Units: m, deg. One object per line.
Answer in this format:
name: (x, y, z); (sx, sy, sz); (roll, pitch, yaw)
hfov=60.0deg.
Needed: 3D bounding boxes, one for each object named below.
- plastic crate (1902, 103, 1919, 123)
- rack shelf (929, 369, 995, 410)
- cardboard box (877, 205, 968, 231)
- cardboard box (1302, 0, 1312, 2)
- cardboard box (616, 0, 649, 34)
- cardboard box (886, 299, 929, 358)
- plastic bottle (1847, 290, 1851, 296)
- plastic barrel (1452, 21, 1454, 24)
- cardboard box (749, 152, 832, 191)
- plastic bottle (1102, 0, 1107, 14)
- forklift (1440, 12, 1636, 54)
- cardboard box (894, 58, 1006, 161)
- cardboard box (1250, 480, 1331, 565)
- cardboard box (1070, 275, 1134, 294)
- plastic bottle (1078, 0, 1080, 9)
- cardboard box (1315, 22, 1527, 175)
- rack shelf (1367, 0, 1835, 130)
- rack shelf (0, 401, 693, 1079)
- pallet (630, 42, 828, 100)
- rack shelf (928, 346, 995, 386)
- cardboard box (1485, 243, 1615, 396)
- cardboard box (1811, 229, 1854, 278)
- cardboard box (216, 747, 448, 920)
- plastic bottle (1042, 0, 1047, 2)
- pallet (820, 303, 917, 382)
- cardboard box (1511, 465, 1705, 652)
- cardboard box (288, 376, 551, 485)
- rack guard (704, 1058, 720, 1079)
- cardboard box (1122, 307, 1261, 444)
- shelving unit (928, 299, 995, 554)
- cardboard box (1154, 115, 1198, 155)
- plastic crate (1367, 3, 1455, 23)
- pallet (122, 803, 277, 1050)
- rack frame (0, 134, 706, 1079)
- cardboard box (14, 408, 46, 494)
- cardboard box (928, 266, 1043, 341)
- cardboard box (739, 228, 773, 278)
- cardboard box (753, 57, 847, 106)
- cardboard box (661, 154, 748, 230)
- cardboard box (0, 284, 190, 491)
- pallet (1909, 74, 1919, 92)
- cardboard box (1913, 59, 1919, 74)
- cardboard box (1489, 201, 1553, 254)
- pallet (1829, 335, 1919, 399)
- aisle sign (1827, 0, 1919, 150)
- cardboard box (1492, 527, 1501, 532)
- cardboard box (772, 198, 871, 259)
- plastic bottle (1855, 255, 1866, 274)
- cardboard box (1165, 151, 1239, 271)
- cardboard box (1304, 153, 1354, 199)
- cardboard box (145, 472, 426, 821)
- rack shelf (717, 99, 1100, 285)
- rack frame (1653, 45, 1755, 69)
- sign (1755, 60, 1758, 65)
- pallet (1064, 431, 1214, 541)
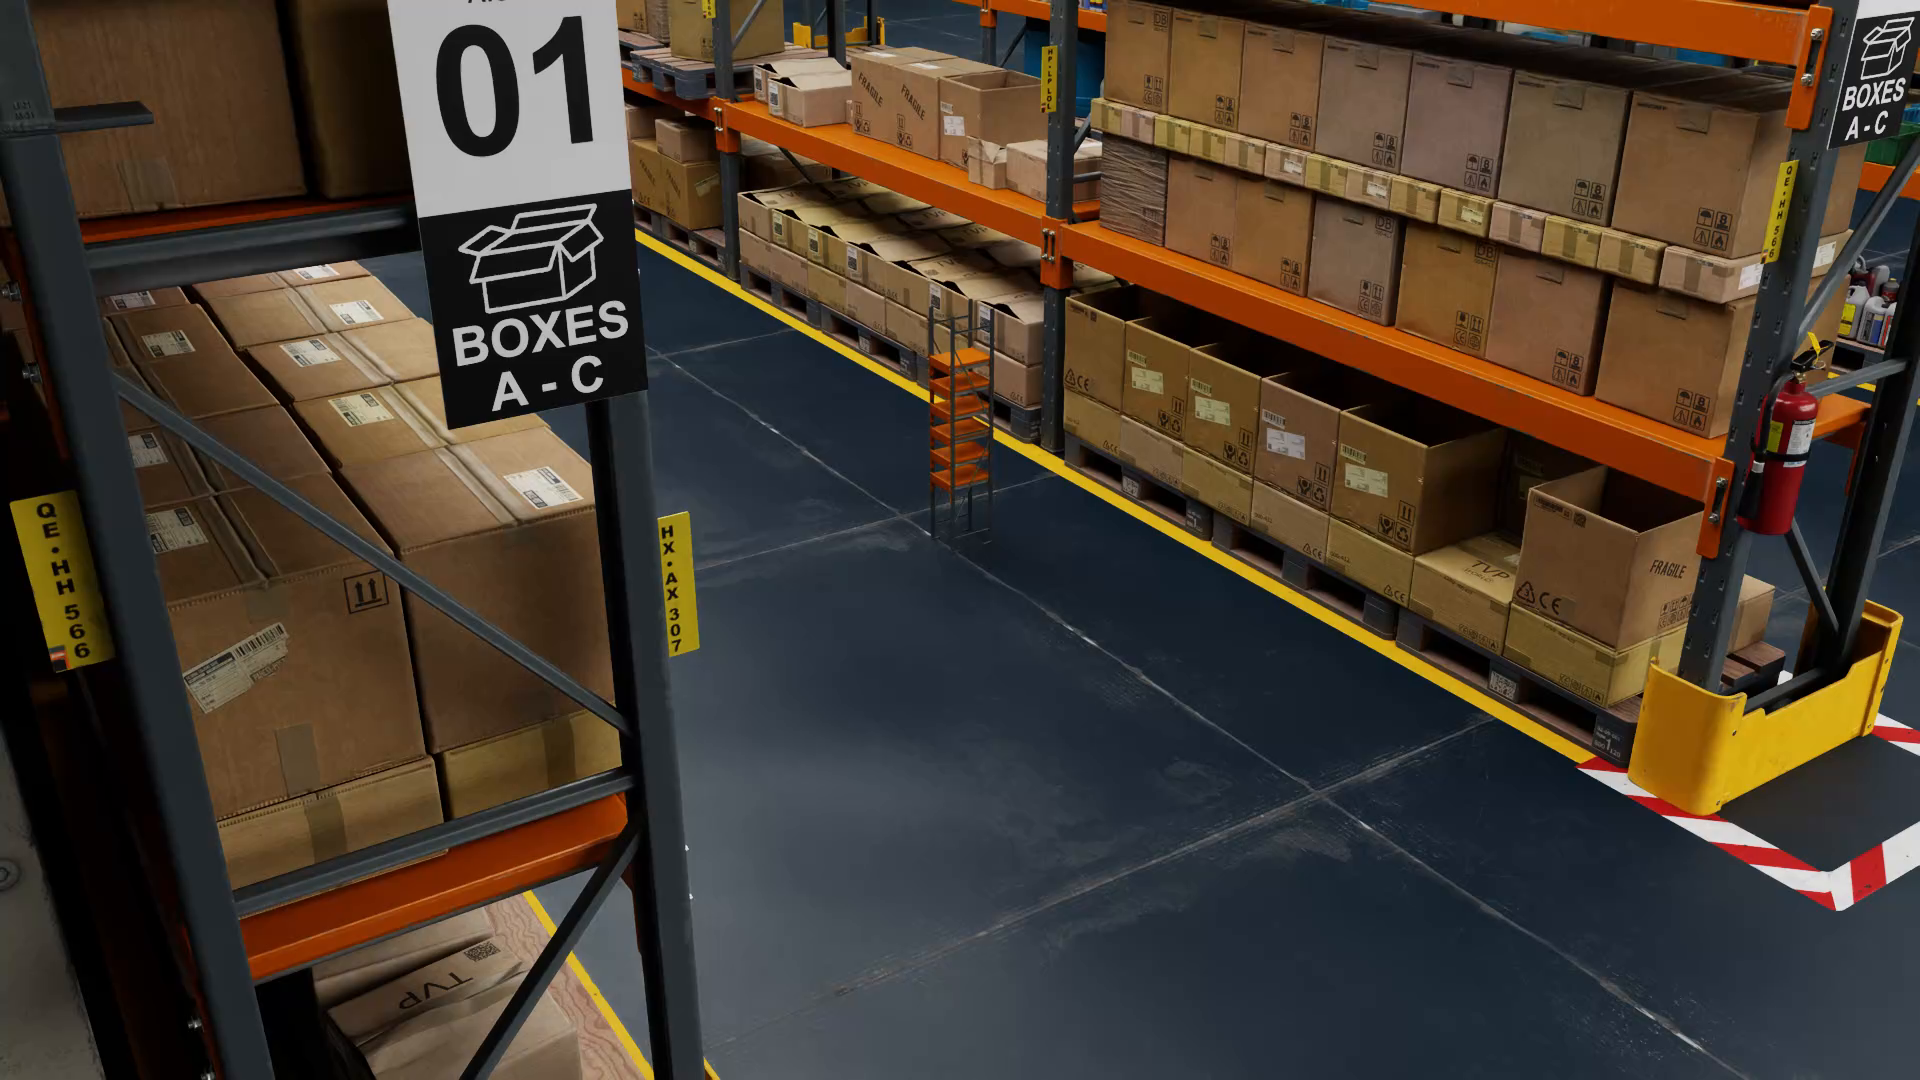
plastic crate: (5.887, -2.723, 10.678); (0.499, 0.251, 0.616); (-16, 29, -30)
rack shelf: (0.008, -0.714, 7.899); (0.258, 0.103, 0.180); (-16, 29, -30)
cardboard box: (-0.226, -2.105, 11.267); (0.500, 0.311, 0.500); (-16, 30, -30)
cardboard box: (4.544, -6.622, 20.761); (0.875, 0.875, 0.875); (-16, 29, -30)
cardboard box: (-2.448, -4.449, 13.551); (0.500, 0.500, 0.700); (21, 33, 37)
cardboard box: (-0.121, -1.361, 10.348); (0.500, 0.250, 0.500); (-15, 29, -28)
plastic bottle: (5.593, -1.528, 10.649); (0.152, 0.276, 0.135); (-16, 29, -30)
plastic barrel: (3.842, -4.135, 13.365); (0.421, 0.512, 0.421); (0, 25, 0)
cardboard box: (-1.290, -2.698, 12.865); (0.500, 0.500, 0.500); (-14, 29, -27)
plastic bottle: (1.444, -5.166, 15.736); (0.144, 0.351, 0.185); (-16, 29, -30)
forklift: (3.376, -2.474, 10.058); (1.130, 2.935, 3.031); (6, 26, 12)
cardboard box: (-0.064, -2.661, 10.256); (0.500, 0.500, 0.500); (-15, 29, -29)
cardboard box: (1.717, -0.142, 7.766); (0.500, 0.250, 0.500); (-16, 29, -30)
cardboard box: (0.886, -1.376, 9.722); (0.500, 0.311, 0.500); (-15, 29, -29)
plastic bottle: (1.167, -5.261, 16.113); (0.097, 0.201, 0.097); (0, 25, 0)
cardboard box: (1.972, -1.906, 7.136); (0.700, 0.500, 0.500); (-16, 29, -30)
rack shelf: (1.995, -2.285, 6.906); (1.077, 0.370, 4.000); (-16, 29, -30)
rack shelf: (-2.154, 0.227, 5.098); (1.077, 0.370, 4.000); (-16, 29, -30)
pallet: (-1.710, -3.540, 12.459); (1.213, 0.211, 1.003); (-16, 29, -30)
rack shelf: (0.008, -0.823, 7.848); (0.258, 0.103, 0.180); (-16, 29, -30)
cardboard box: (2.552, -0.941, 6.612); (0.700, 0.500, 0.500); (-15, 29, -28)
cardboard box: (3.053, -1.068, 6.122); (0.380, 0.149, 0.250); (-16, 30, -30)
cardboard box: (-1.480, 0.554, 3.716); (0.500, 0.250, 0.500); (-15, 29, -29)
plastic bottle: (0.861, -5.493, 16.522); (0.097, 0.271, 0.097); (0, 25, 0)
pallet: (-0.202, -1.400, 10.968); (1.003, 0.211, 1.213); (-16, 29, -30)
cardboard box: (2.544, 0.053, 6.474); (0.500, 0.500, 0.500); (-16, 29, -30)
cardboard box: (-1.332, -0.083, 4.187); (0.500, 0.500, 0.500); (-15, 29, -29)
rack guard: (-1.103, 1.720, 4.021); (1.175, 0.500, 0.348); (-16, 29, -30)
cardboard box: (1.173, -0.839, 8.365); (0.500, 0.500, 0.500); (-16, 29, -30)
shelving unit: (0.008, -0.537, 7.983); (0.258, 1.200, 0.189); (-16, 29, -30)
cardboard box: (1.167, -1.985, 8.065); (0.380, 0.149, 0.250); (-16, 30, -31)
plastic crate: (3.497, -3.933, 12.992); (0.402, 0.464, 0.583); (-16, 29, -30)
pallet: (-2.179, 1.116, 5.639); (1.003, 0.211, 1.213); (-16, 29, -30)
rack frame: (-1.062, 0.617, 3.430); (1.000, 3.000, 0.127); (-16, 29, -30)
cardboard box: (-2.879, -0.359, 5.648); (0.500, 0.250, 0.500); (-17, 30, -31)
cardboard box: (0.152, -1.432, 9.842); (0.500, 0.311, 0.500); (-15, 29, -28)
cardboard box: (-1.241, -2.091, 11.895); (0.500, 0.250, 0.500); (-16, 29, -30)
cardboard box: (-1.119, -3.220, 11.661); (0.500, 0.311, 0.500); (-14, 28, -26)
cardboard box: (-1.988, -2.749, 12.972); (0.500, 0.500, 0.500); (-14, 29, -28)
cardboard box: (-2.617, -0.512, 5.095); (0.500, 0.500, 0.500); (-15, 29, -28)
pallet: (11.599, -5.267, 19.159); (1.003, 0.211, 1.213); (-16, 29, -30)
cardboard box: (11.489, -5.761, 19.083); (1.050, 0.750, 0.750); (-16, 30, -30)
cardboard box: (2.299, -1.245, 6.496); (0.380, 0.149, 0.250); (-15, 29, -29)
pallet: (6.057, -1.175, 10.491); (1.003, 0.211, 1.213); (-16, 29, -30)
aisle sign: (2.876, -1.623, 5.128); (0.394, 0.787, 0.004); (-16, 29, -30)
cardboard box: (2.431, -0.086, 7.647); (0.500, 0.250, 0.500); (-16, 29, -30)
cardboard box: (-0.947, -2.159, 11.381); (0.500, 0.311, 0.500); (-16, 30, -31)
plastic bottle: (5.929, -1.776, 11.087); (0.144, 0.351, 0.185); (-16, 29, -30)
cardboard box: (1.444, -1.670, 8.158); (0.700, 0.500, 0.500); (-16, 30, -30)
cardboard box: (1.736, -1.614, 7.278); (0.380, 0.149, 0.250); (-16, 30, -30)
cardboard box: (-1.497, 0.217, 3.549); (0.500, 0.500, 0.500); (-16, 30, -30)
rack shelf: (-0.189, -2.360, 10.577); (1.077, 0.370, 4.000); (-16, 29, -30)
rack frame: (5.055, -3.123, 11.351); (1.000, 3.000, 0.127); (-16, 29, -30)
sign: (5.522, -3.372, 11.555); (0.100, 0.325, 0.005); (-16, 29, -30)
pallet: (1.302, -0.414, 8.880); (1.003, 0.211, 1.213); (-16, 29, -30)
